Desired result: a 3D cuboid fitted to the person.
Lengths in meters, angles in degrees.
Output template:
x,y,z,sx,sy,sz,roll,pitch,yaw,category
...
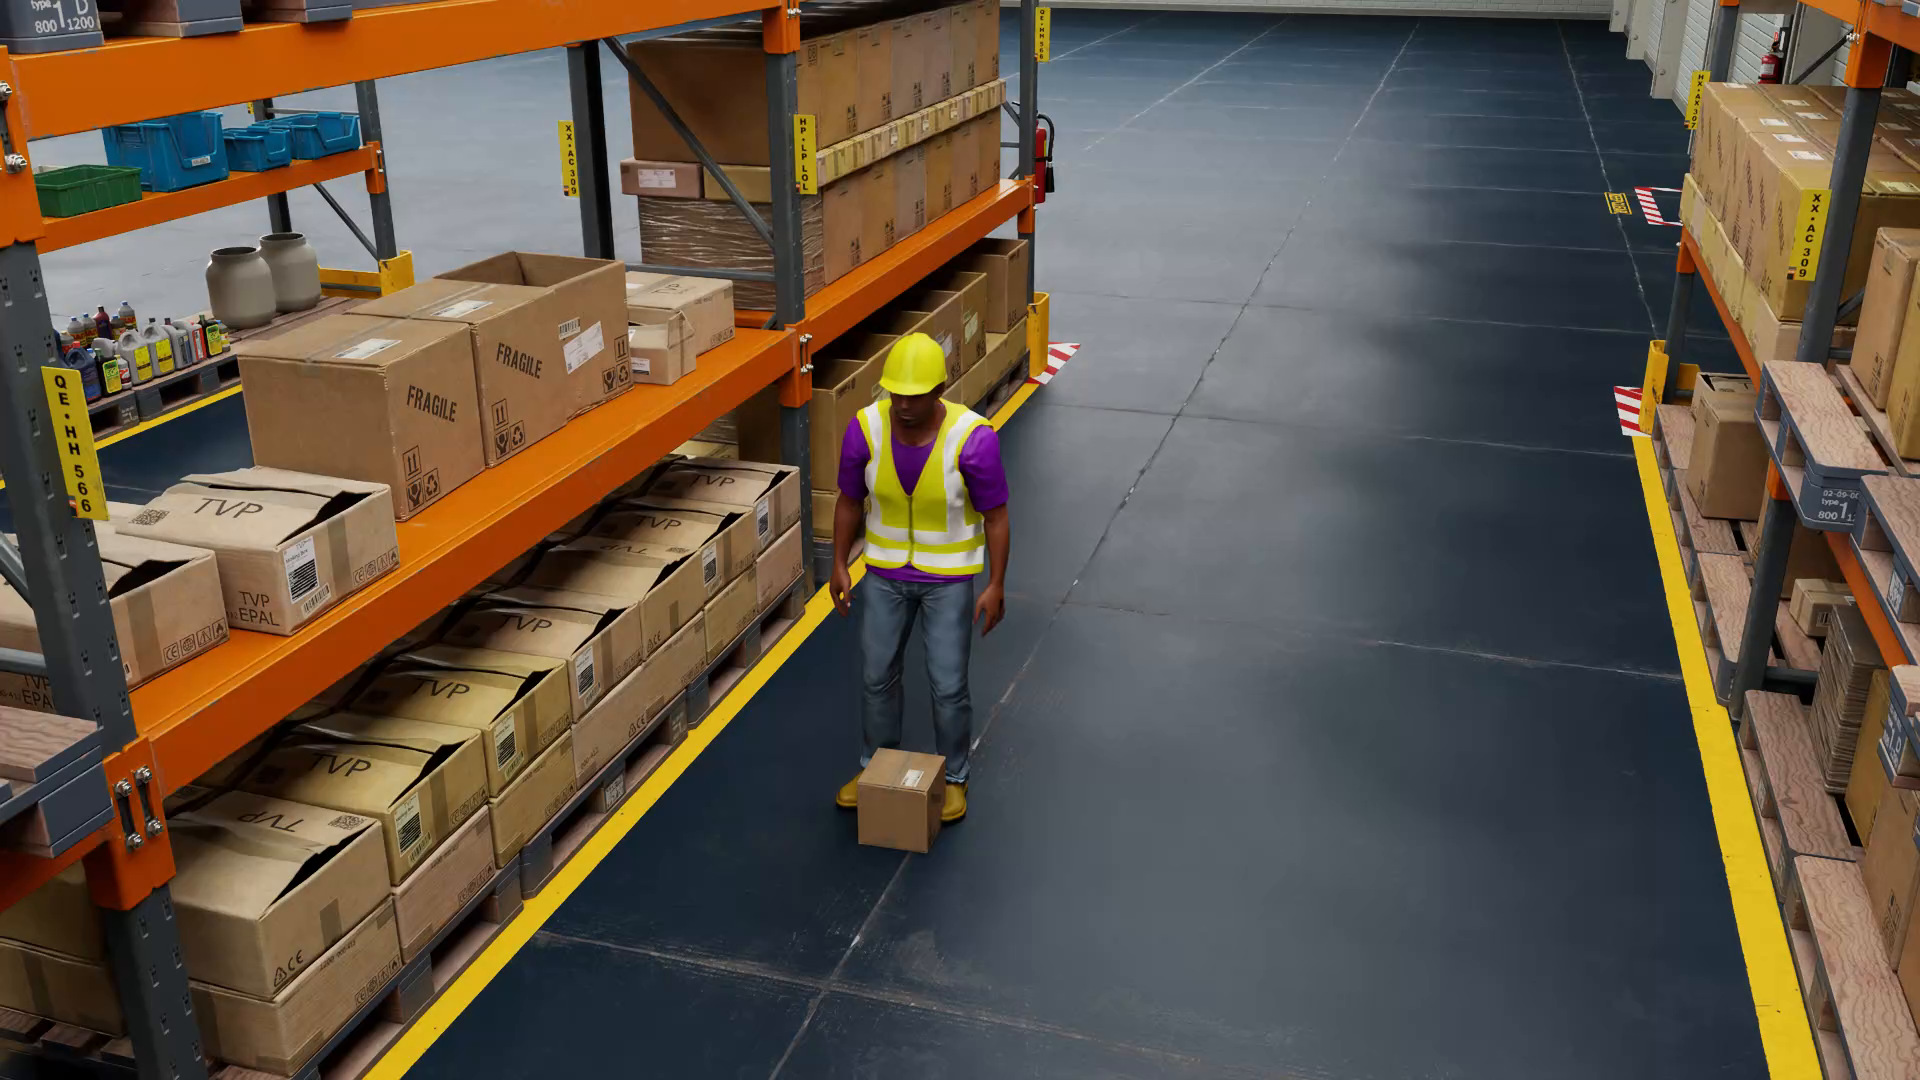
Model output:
x,y,z,sx,sy,sz,roll,pitch,yaw,category
-0.148,0.130,5.738,0.632,1.760,0.463,6,23,15,person
